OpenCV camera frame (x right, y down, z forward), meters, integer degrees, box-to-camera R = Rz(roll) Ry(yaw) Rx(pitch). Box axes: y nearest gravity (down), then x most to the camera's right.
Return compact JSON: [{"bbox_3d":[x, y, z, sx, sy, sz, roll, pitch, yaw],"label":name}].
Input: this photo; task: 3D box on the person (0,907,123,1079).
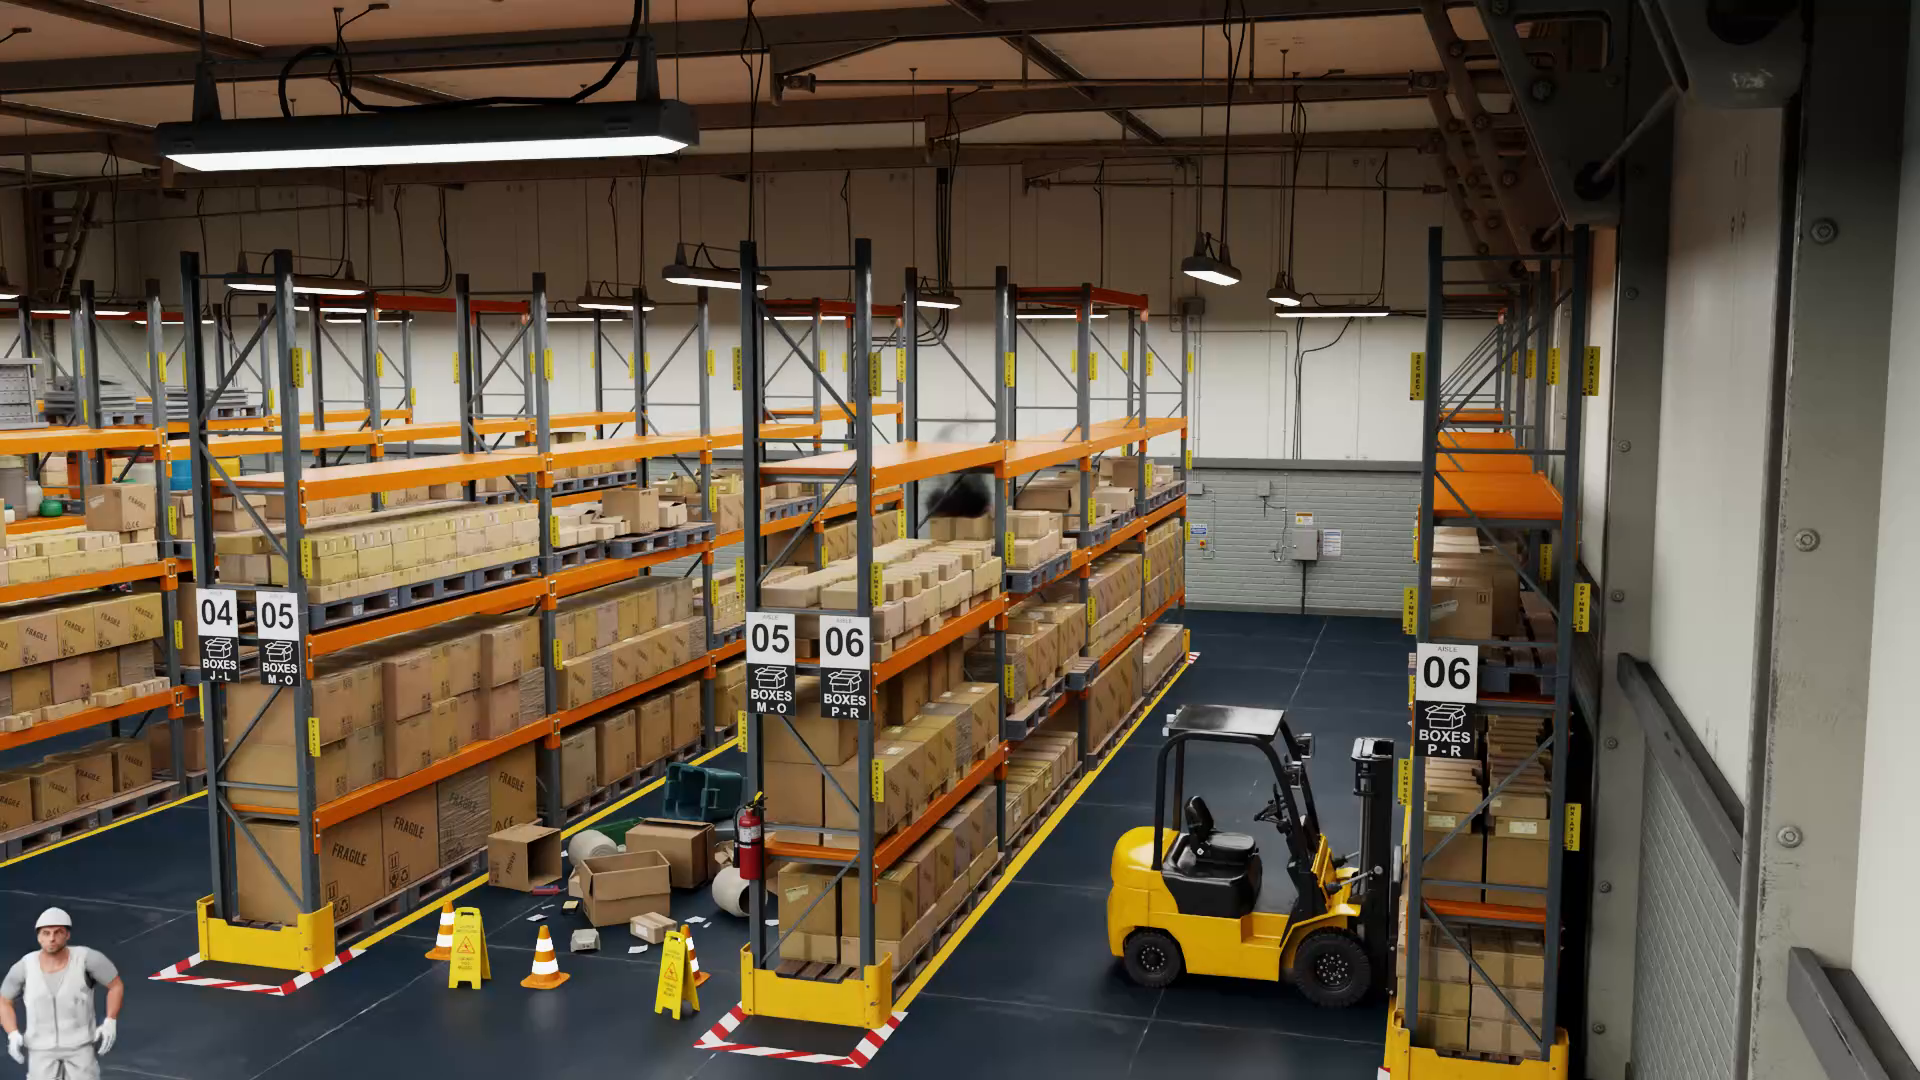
[{"bbox_3d":[-5.633,3.137,10.443,0.702,1.742,0.637,-3,7,-23],"label":"person"}]
